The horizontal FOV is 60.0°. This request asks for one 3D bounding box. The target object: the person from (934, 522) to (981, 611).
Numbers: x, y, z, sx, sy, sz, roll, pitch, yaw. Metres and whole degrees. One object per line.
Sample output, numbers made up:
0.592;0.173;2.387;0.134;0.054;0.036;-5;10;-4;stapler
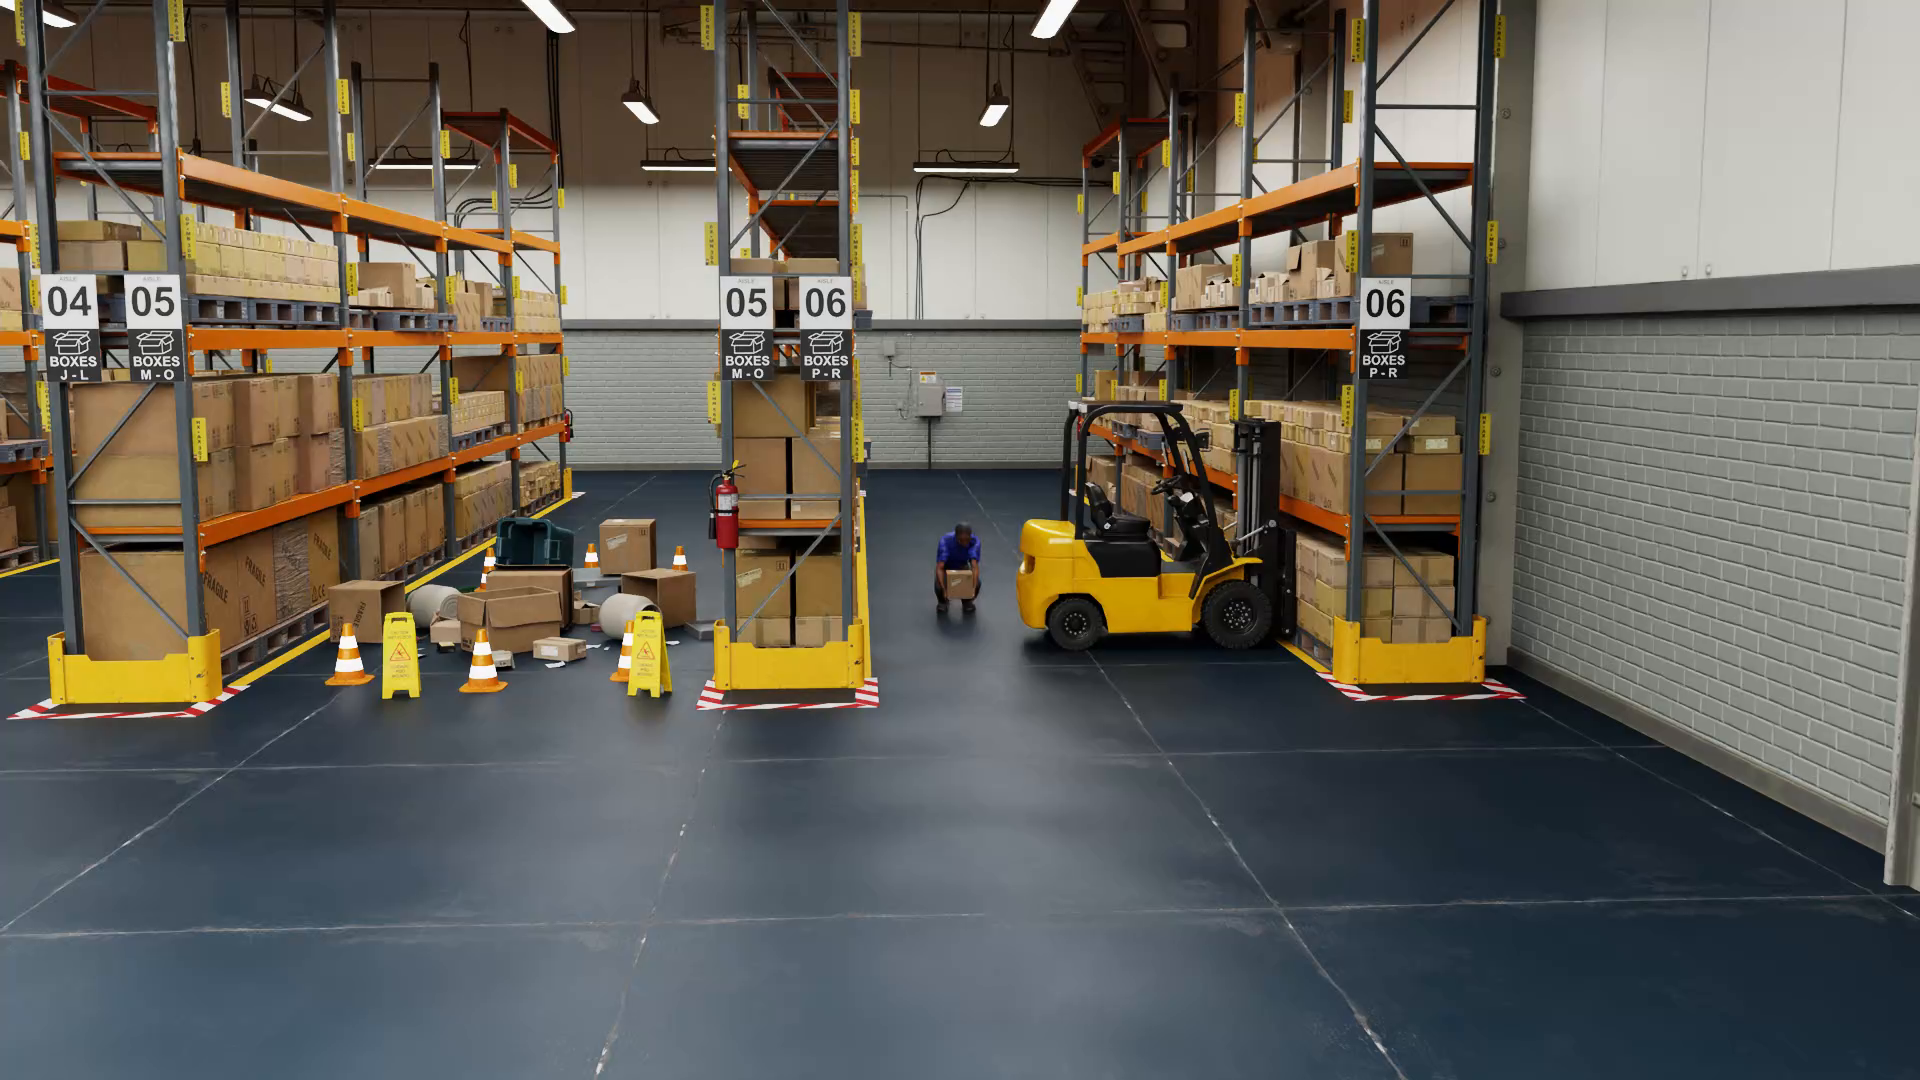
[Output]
-0.027;0.266;16.648;0.470;0.935;0.843;-1;7;-5;person
